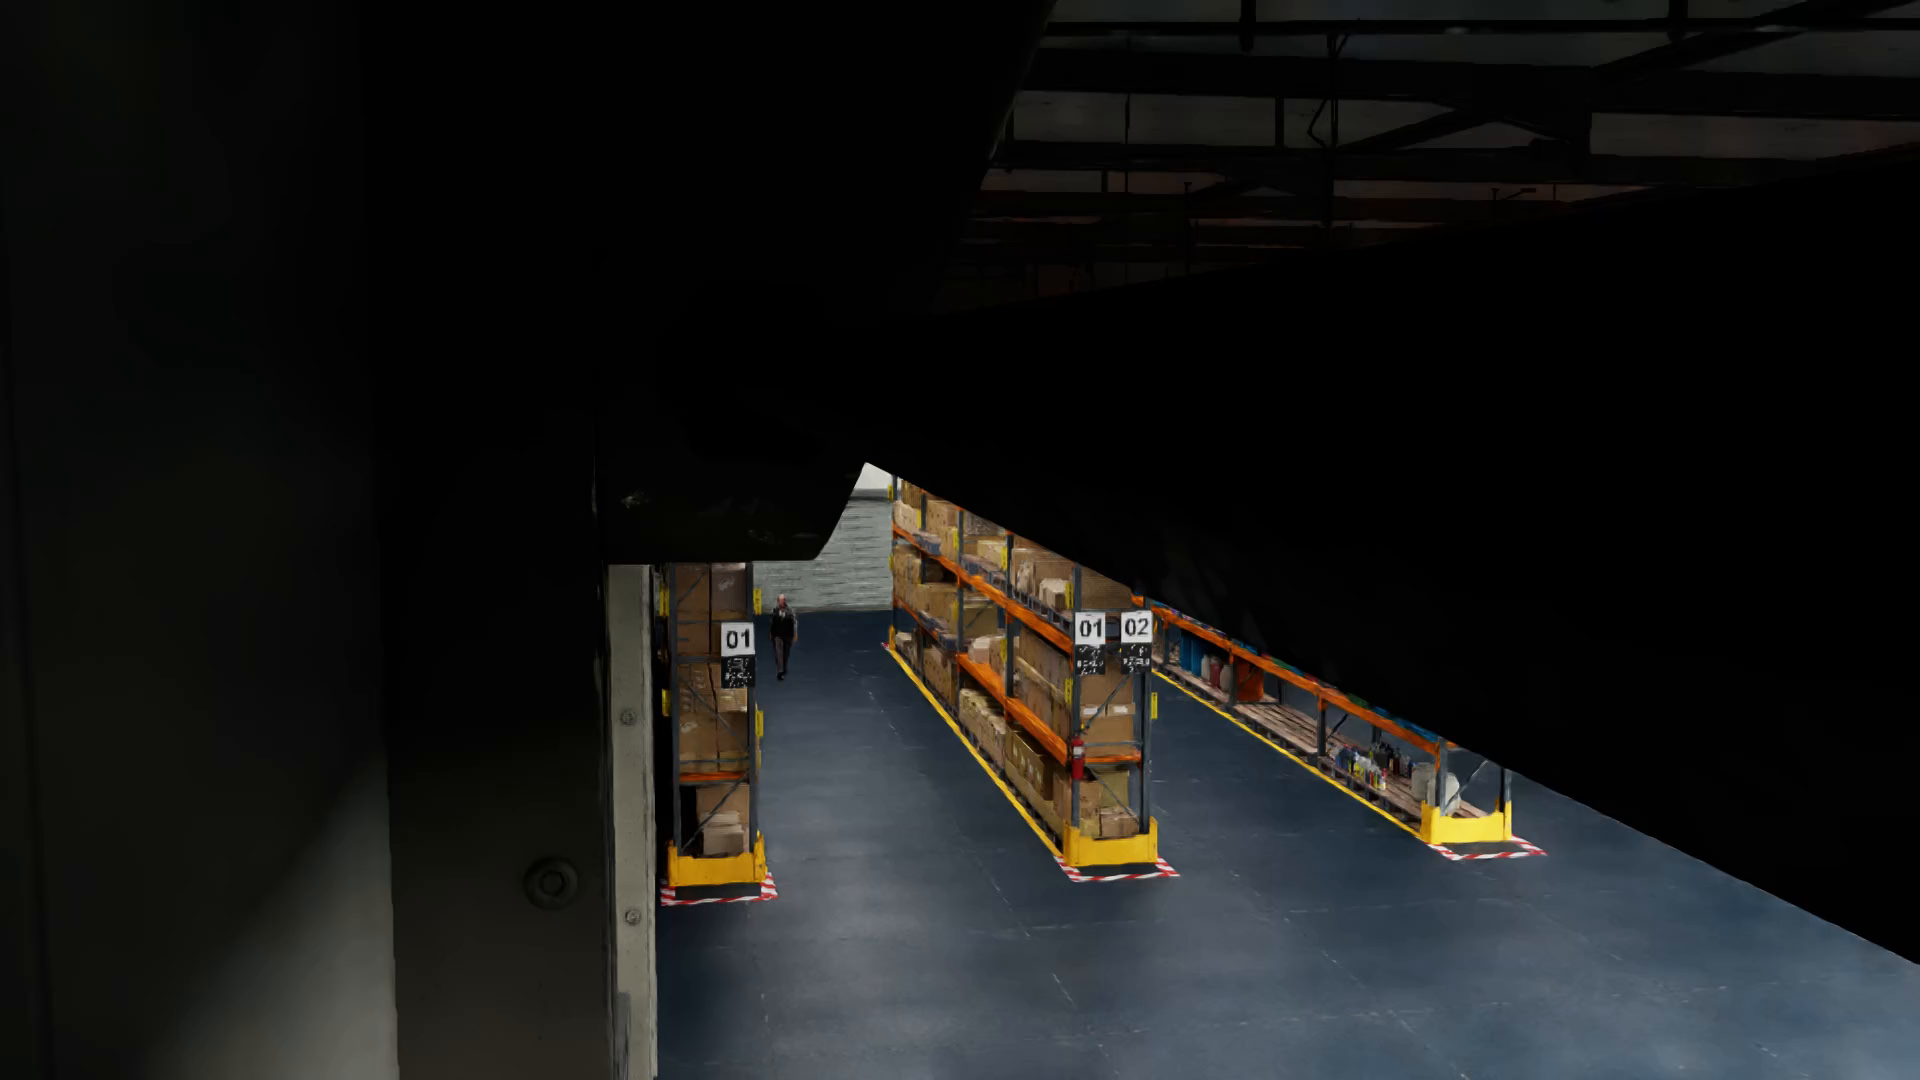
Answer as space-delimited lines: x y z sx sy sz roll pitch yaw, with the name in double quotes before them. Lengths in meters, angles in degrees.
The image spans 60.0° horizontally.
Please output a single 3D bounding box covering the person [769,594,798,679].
"person" -3.519 1.911 33.236 0.553 1.673 1.030 -1 6 -12
